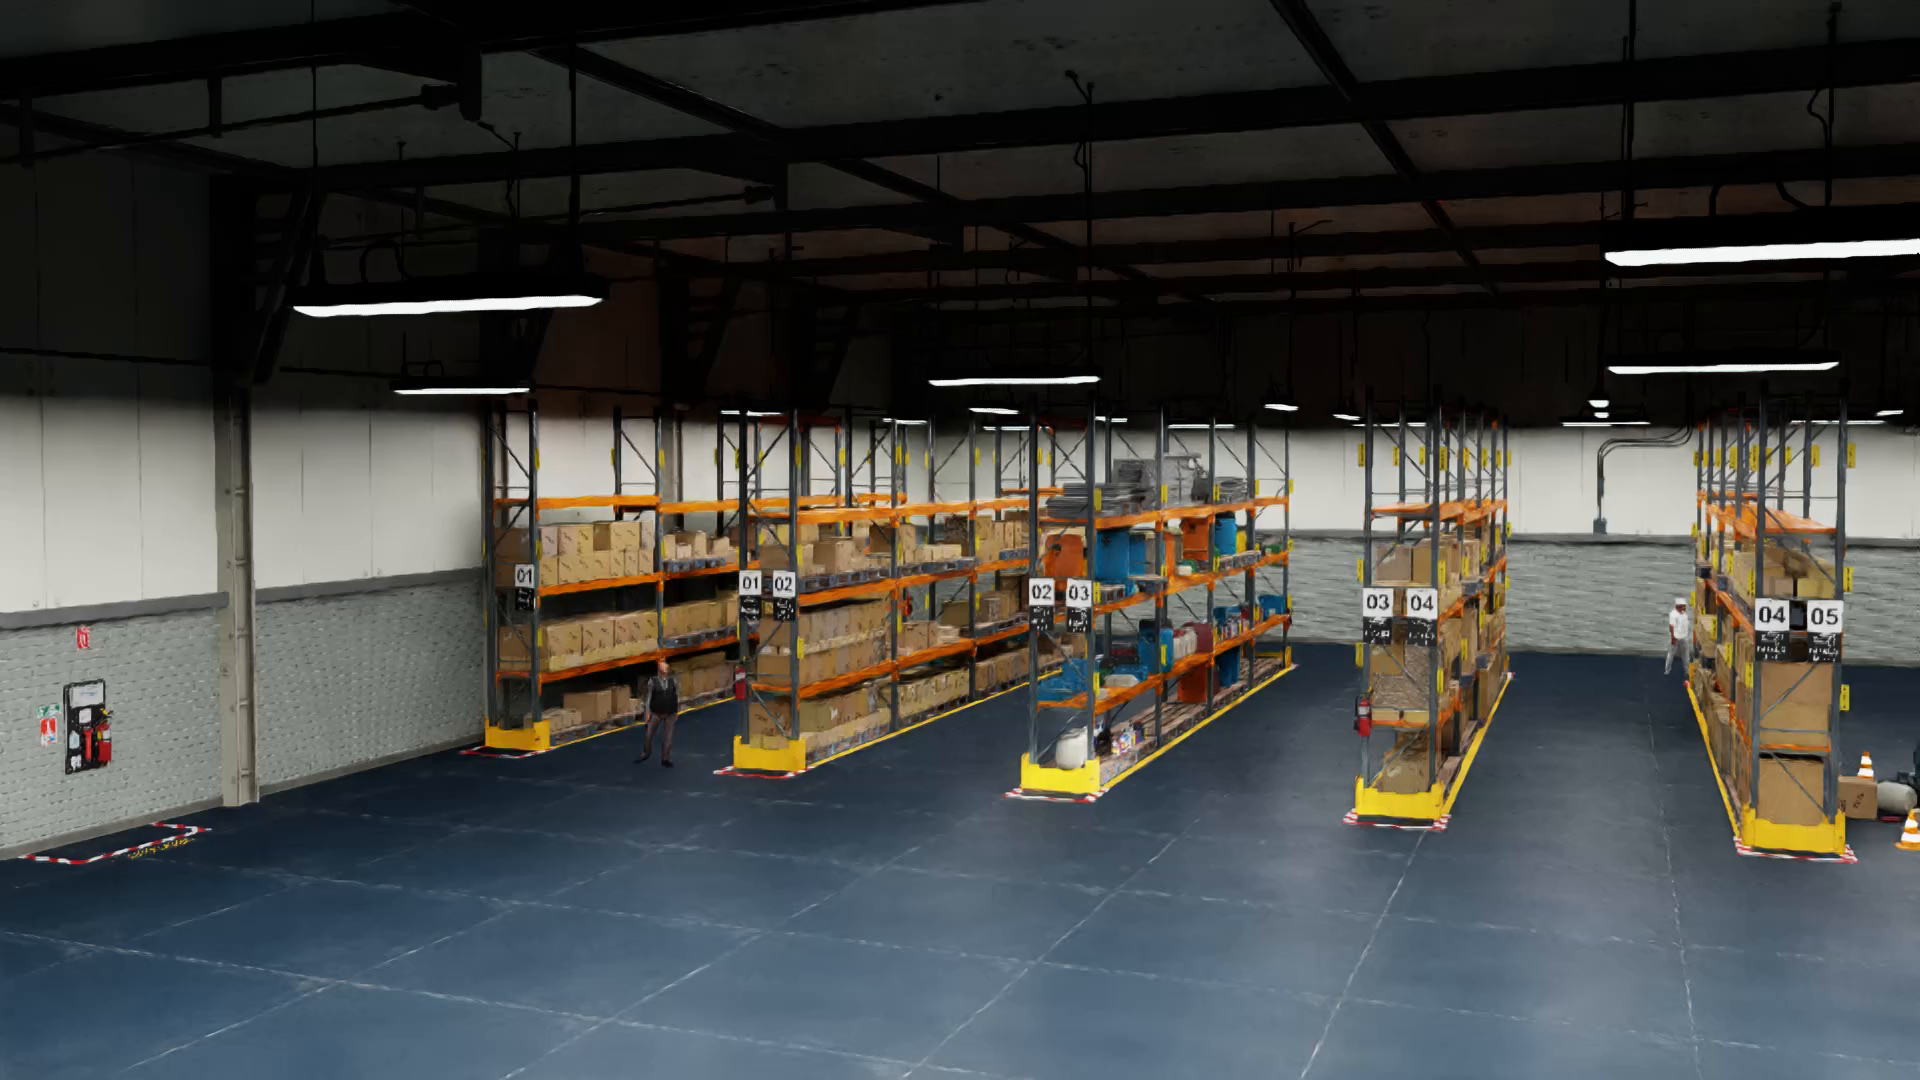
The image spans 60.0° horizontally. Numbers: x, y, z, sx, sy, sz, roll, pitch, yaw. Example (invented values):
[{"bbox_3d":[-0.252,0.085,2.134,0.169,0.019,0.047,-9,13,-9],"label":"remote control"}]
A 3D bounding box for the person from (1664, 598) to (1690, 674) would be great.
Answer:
[{"bbox_3d":[16.615,2.220,38.329,0.734,1.754,0.568,-2,3,-31],"label":"person"}]

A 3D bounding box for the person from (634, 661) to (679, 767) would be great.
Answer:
[{"bbox_3d":[-4.924,2.815,26.990,0.714,1.711,0.520,-1,3,-20],"label":"person"}]
